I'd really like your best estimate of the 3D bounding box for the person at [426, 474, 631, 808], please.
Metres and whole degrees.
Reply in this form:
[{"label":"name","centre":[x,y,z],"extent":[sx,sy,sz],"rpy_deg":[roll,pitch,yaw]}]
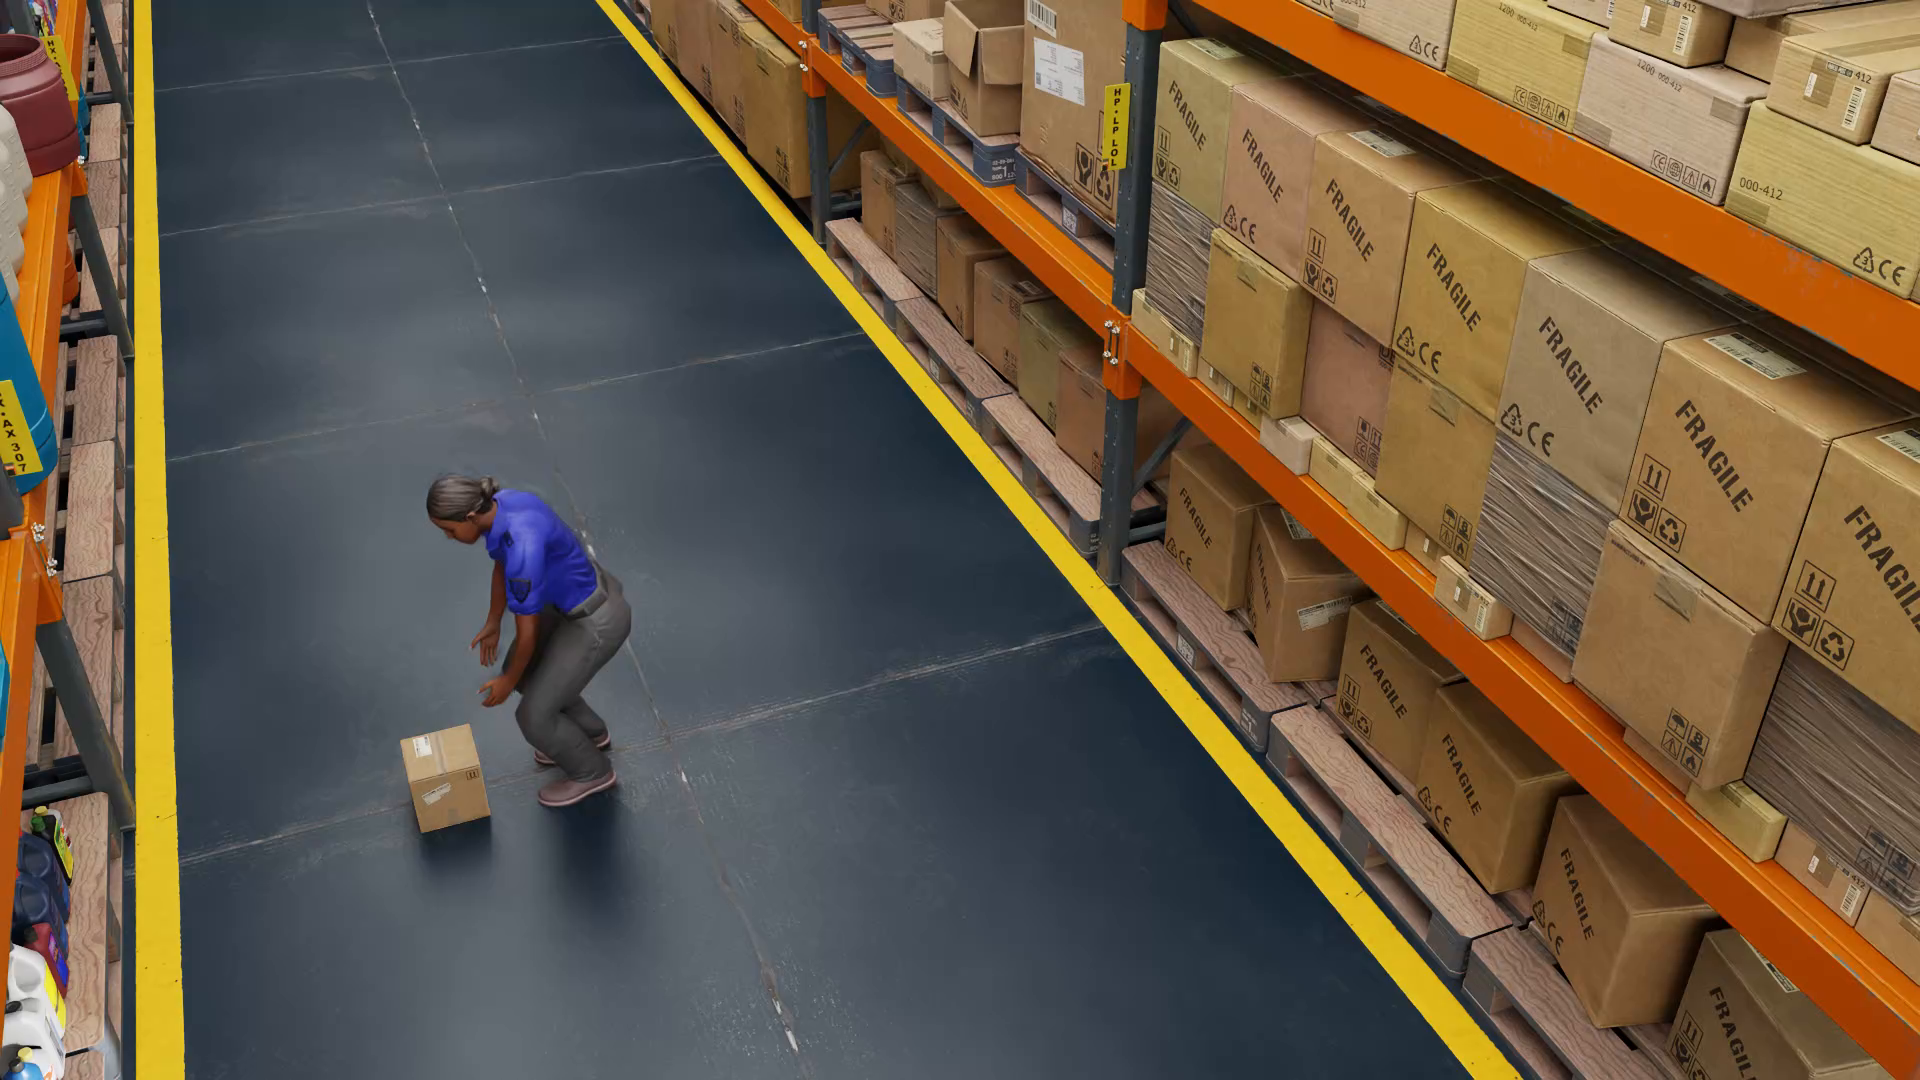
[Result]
[{"label":"person","centre":[-1.471,0.328,5.905],"extent":[0.617,1.390,0.495],"rpy_deg":[-13,36,-18]}]
